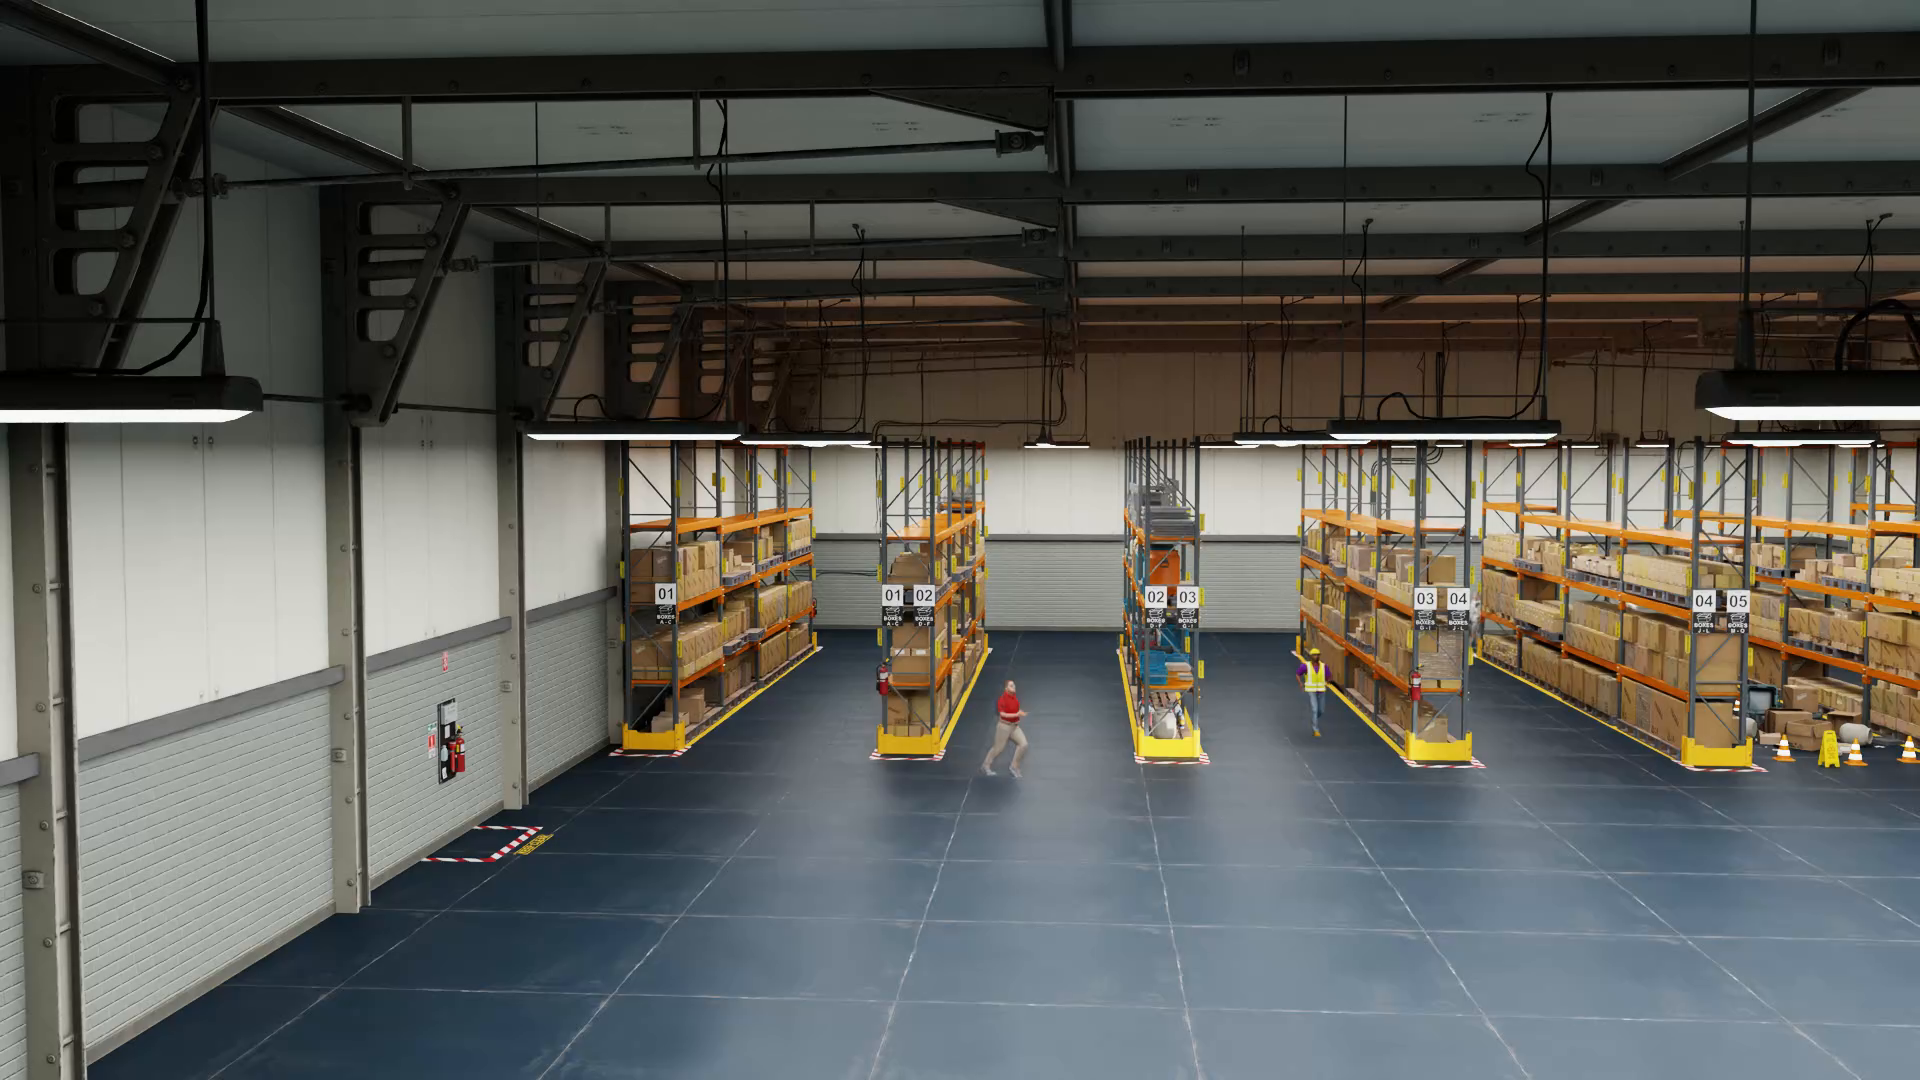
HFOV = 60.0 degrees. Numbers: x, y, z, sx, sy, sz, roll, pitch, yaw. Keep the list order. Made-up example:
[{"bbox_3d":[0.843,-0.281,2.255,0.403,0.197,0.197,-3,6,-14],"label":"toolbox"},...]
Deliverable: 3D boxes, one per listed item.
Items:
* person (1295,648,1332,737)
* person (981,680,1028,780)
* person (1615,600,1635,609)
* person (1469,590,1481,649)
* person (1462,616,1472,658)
[{"bbox_3d":[7.147,3.054,33.504,0.714,1.745,0.907,0,3,-6],"label":"person"},{"bbox_3d":[0.826,3.319,29.025,0.911,1.777,0.673,2,4,36],"label":"person"},{"bbox_3d":[18.898,2.325,47.444,0.792,1.808,0.767,1,3,12],"label":"person"},{"bbox_3d":[14.691,2.316,47.378,0.787,1.798,0.715,-1,3,-12],"label":"person"},{"bbox_3d":[12.977,2.541,43.132,0.632,1.704,0.923,0,3,3],"label":"person"}]
